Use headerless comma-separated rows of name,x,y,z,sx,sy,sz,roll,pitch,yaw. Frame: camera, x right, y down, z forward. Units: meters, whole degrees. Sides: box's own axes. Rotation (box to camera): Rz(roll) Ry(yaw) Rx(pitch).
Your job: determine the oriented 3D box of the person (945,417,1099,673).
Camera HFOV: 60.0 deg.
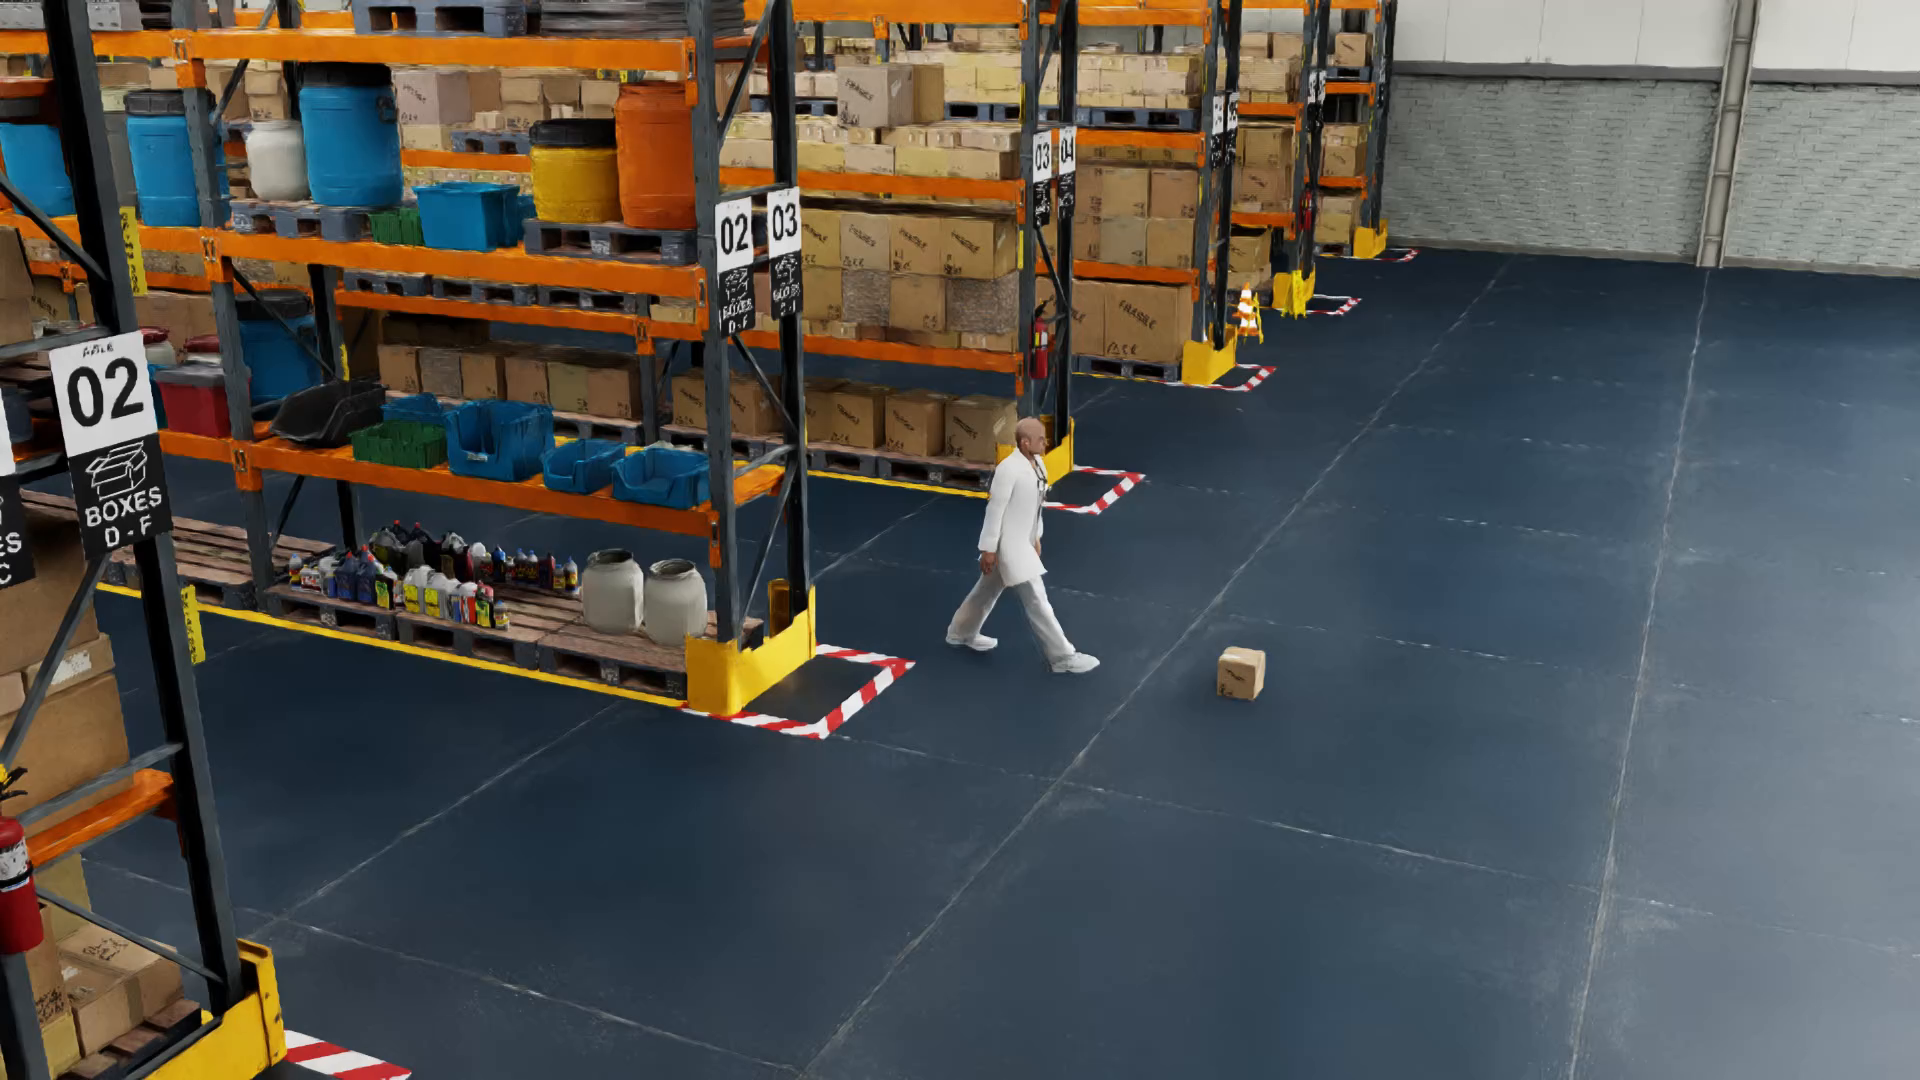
person,0.433,0.006,11.088,1.177,1.699,0.595,7,20,21
